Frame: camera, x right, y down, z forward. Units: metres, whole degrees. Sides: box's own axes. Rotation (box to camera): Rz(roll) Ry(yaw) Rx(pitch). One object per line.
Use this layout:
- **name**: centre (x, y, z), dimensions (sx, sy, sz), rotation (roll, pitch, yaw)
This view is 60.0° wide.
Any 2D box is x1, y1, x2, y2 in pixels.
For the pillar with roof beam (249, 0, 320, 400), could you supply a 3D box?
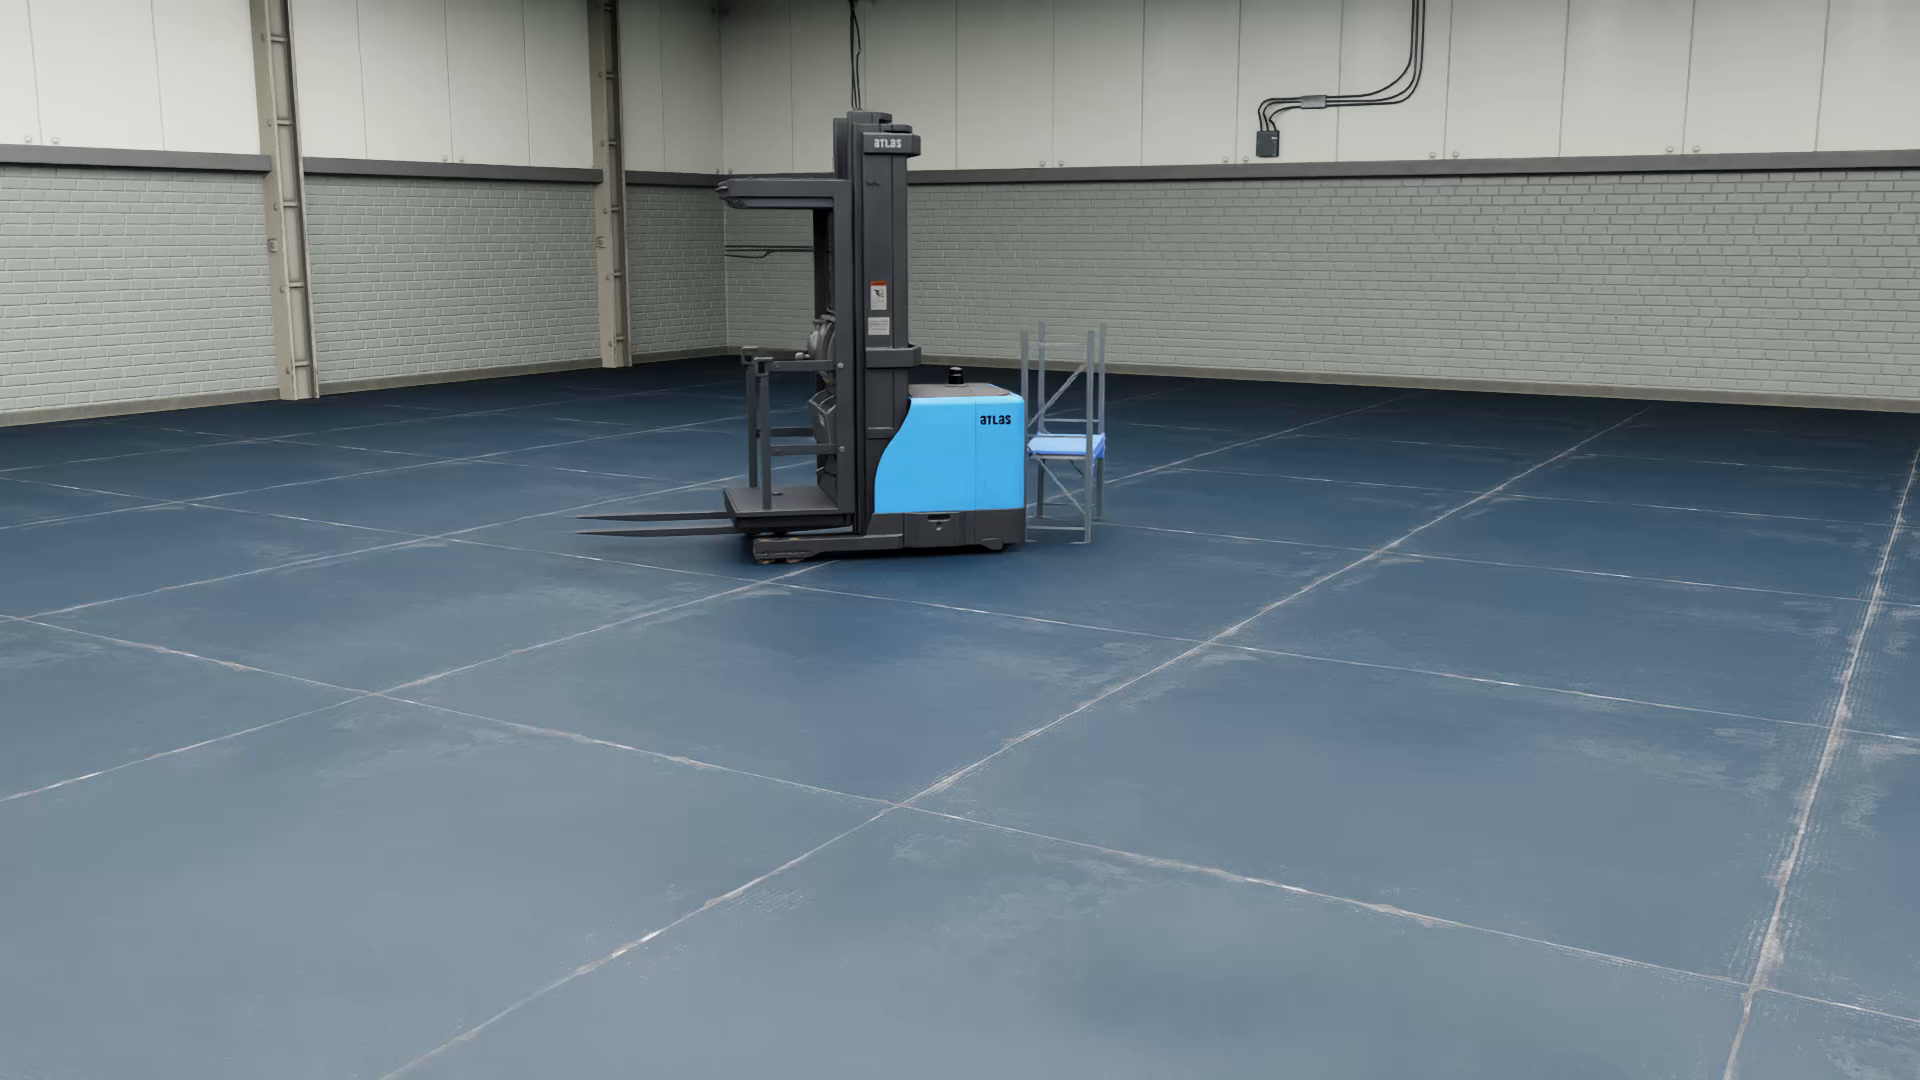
- **pillar with roof beam**: centre (-4.974, -5.868, 18.758), dimensions (9.100, 9.000, 0.400), rotation (6, 12, 31)

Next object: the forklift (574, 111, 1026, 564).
- **forklift**: centre (-1.120, -1.388, 11.318), dimensions (3.031, 2.935, 1.130), rotation (-2, 11, -12)

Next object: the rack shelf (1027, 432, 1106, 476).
- **rack shelf**: centre (0.760, -0.636, 12.166), dimensions (0.538, 0.185, 1.000), rotation (2, 11, 9)

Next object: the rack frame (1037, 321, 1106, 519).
- **rack frame**: centre (0.843, -0.905, 12.625), dimensions (0.500, 1.500, 0.032), rotation (2, 11, 9)

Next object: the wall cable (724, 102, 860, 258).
- **wall cable**: centre (-2.879, -6.034, 28.082), dimensions (3.097, 2.526, 0.112), rotation (6, 12, 31)

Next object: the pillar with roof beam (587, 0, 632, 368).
- **pillar with roof beam**: centre (-1.859, -6.812, 23.799), dimensions (9.100, 9.000, 0.400), rotation (6, 12, 31)

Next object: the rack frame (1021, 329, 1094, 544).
- **rack frame**: centre (0.677, -0.720, 11.639), dimensions (0.500, 1.500, 0.032), rotation (2, 11, 9)

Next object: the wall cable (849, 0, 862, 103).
- **wall cable**: centre (-0.567, -8.258, 26.236), dimensions (3.097, 2.526, 0.112), rotation (6, 12, 31)

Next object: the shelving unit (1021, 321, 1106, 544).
- **shelving unit**: centre (0.760, -0.812, 12.132), dimensions (0.538, 1.500, 1.048), rotation (2, 11, 9)

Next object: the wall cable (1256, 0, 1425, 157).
- **wall cable**: centre (5.226, -8.322, 22.625), dimensions (2.305, 6.003, 0.169), rotation (6, 12, 31)
